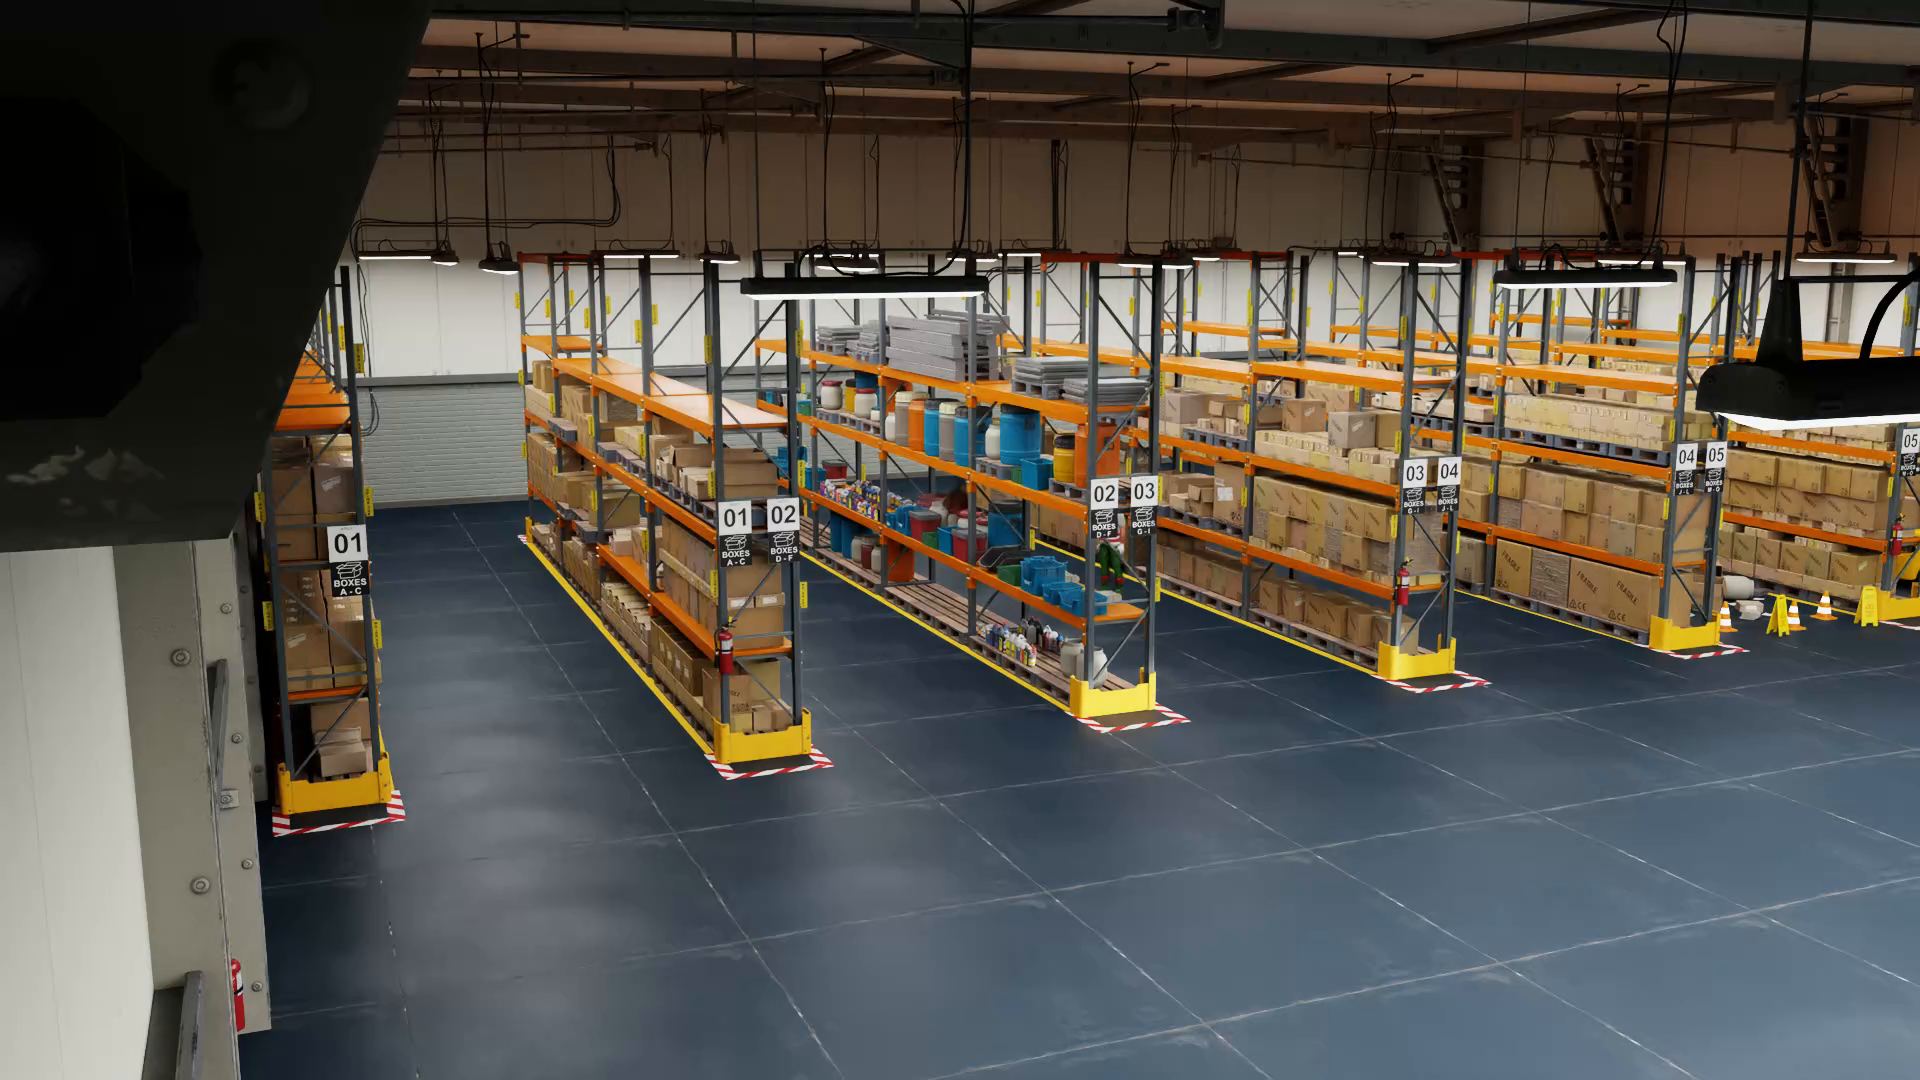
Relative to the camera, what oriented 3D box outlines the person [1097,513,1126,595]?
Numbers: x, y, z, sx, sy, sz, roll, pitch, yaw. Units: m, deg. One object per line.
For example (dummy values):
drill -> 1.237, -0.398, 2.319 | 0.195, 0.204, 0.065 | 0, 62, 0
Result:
person -> 2.529, 0.084, 27.909 | 0.574, 1.795, 0.370 | 9, 14, 41
